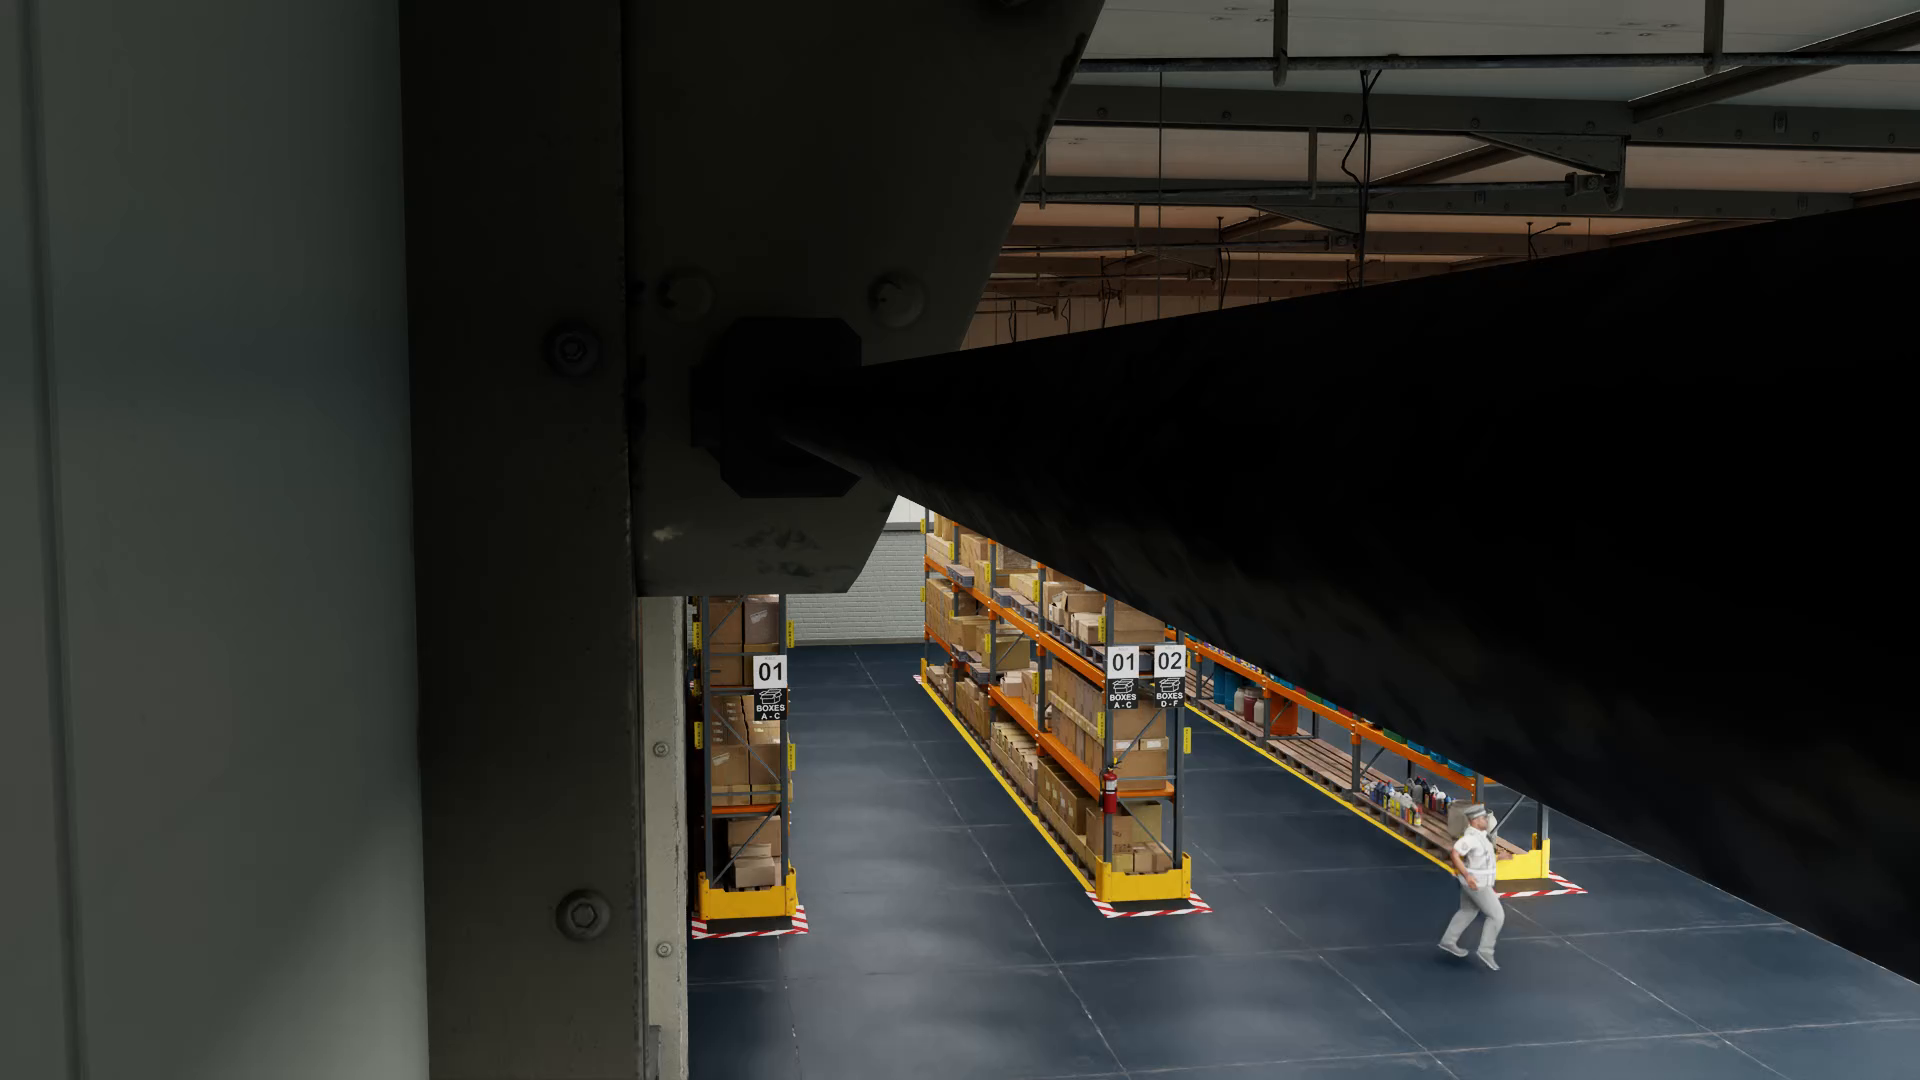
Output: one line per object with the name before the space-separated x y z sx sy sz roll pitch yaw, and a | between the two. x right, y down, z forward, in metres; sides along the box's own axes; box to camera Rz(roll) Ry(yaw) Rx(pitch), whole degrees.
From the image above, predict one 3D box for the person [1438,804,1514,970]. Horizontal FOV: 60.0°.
person | 5.735 3.838 18.434 0.761 1.849 0.633 1 5 14
